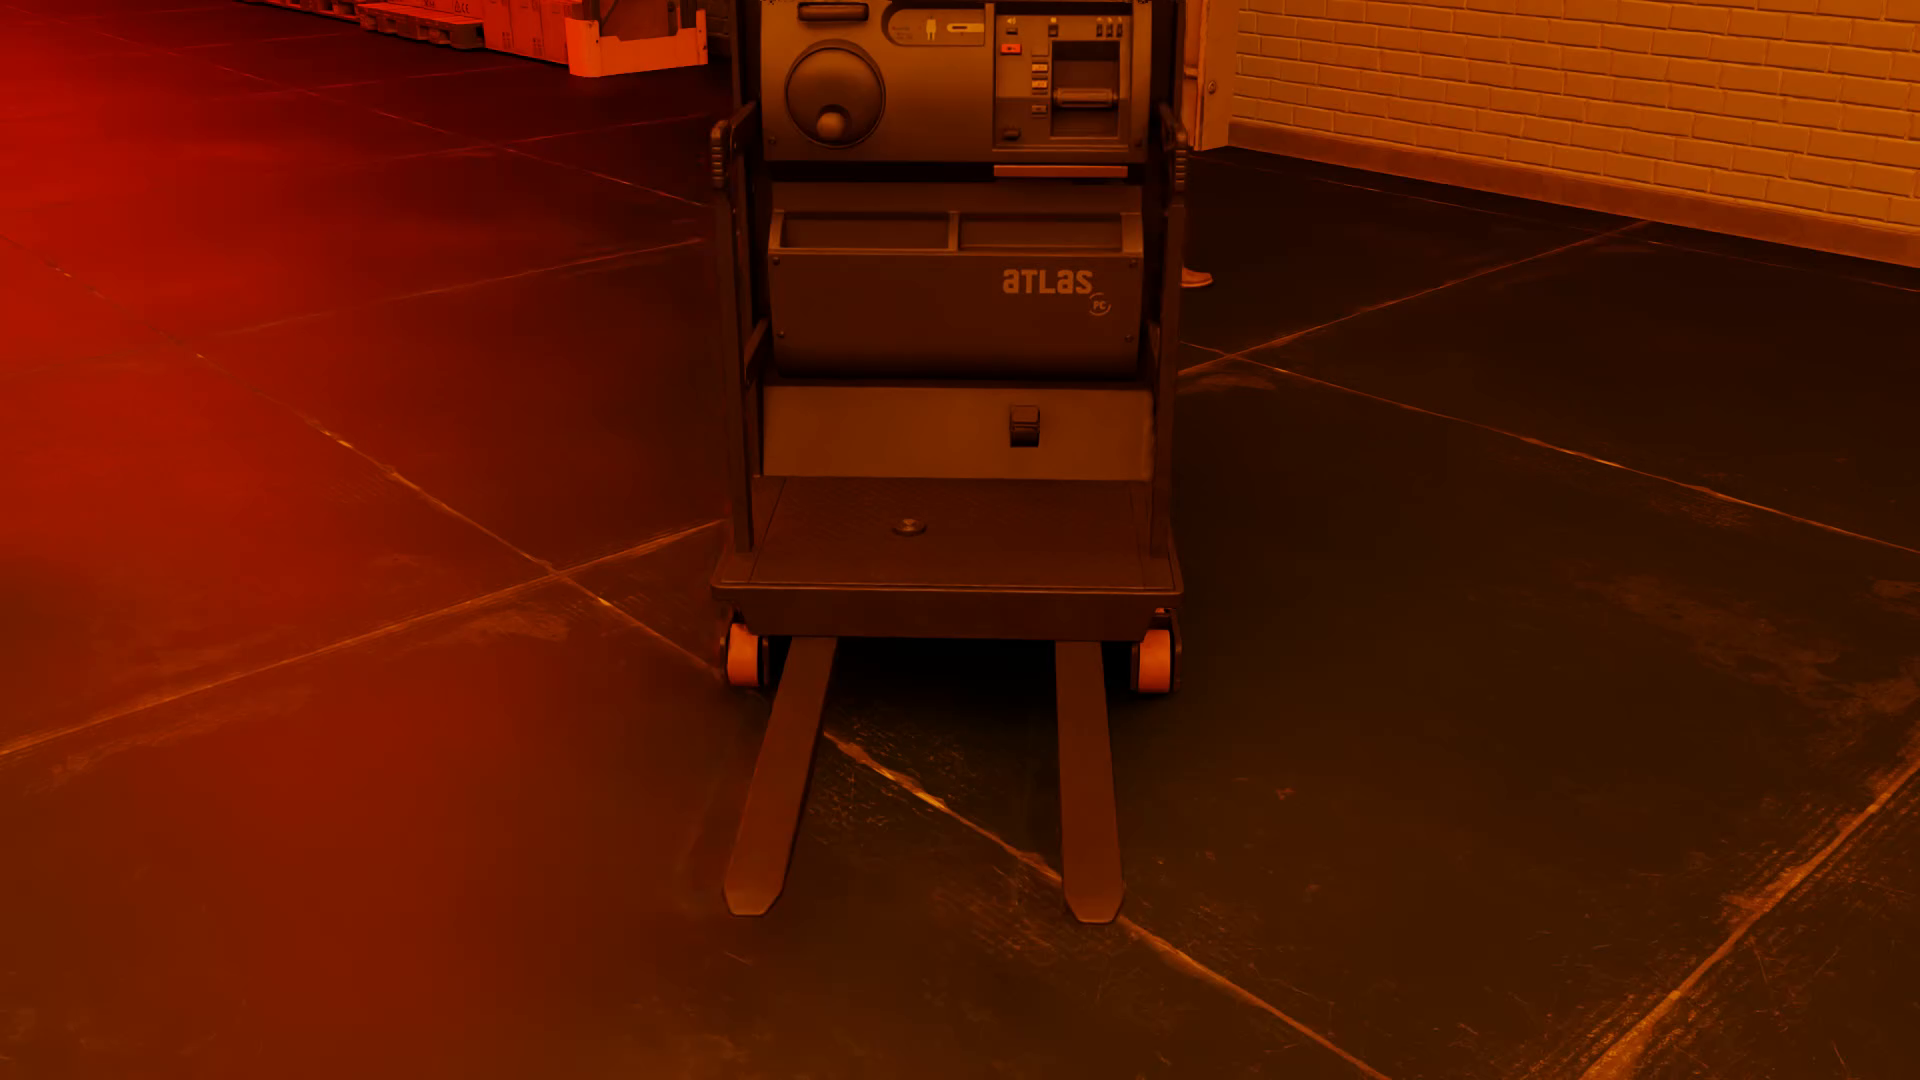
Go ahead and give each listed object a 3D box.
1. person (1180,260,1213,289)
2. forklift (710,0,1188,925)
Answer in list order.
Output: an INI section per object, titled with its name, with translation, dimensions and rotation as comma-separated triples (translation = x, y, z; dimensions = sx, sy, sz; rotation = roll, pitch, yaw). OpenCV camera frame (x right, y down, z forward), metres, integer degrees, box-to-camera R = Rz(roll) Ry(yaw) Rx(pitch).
[person]
translation = 0.923, -1.971, 7.333
dimensions = 0.472, 1.654, 0.631
rotation = 3, 24, 6
[forklift]
translation = -0.016, -1.091, 3.774
dimensions = 1.130, 2.935, 3.031
rotation = 1, 24, 2
